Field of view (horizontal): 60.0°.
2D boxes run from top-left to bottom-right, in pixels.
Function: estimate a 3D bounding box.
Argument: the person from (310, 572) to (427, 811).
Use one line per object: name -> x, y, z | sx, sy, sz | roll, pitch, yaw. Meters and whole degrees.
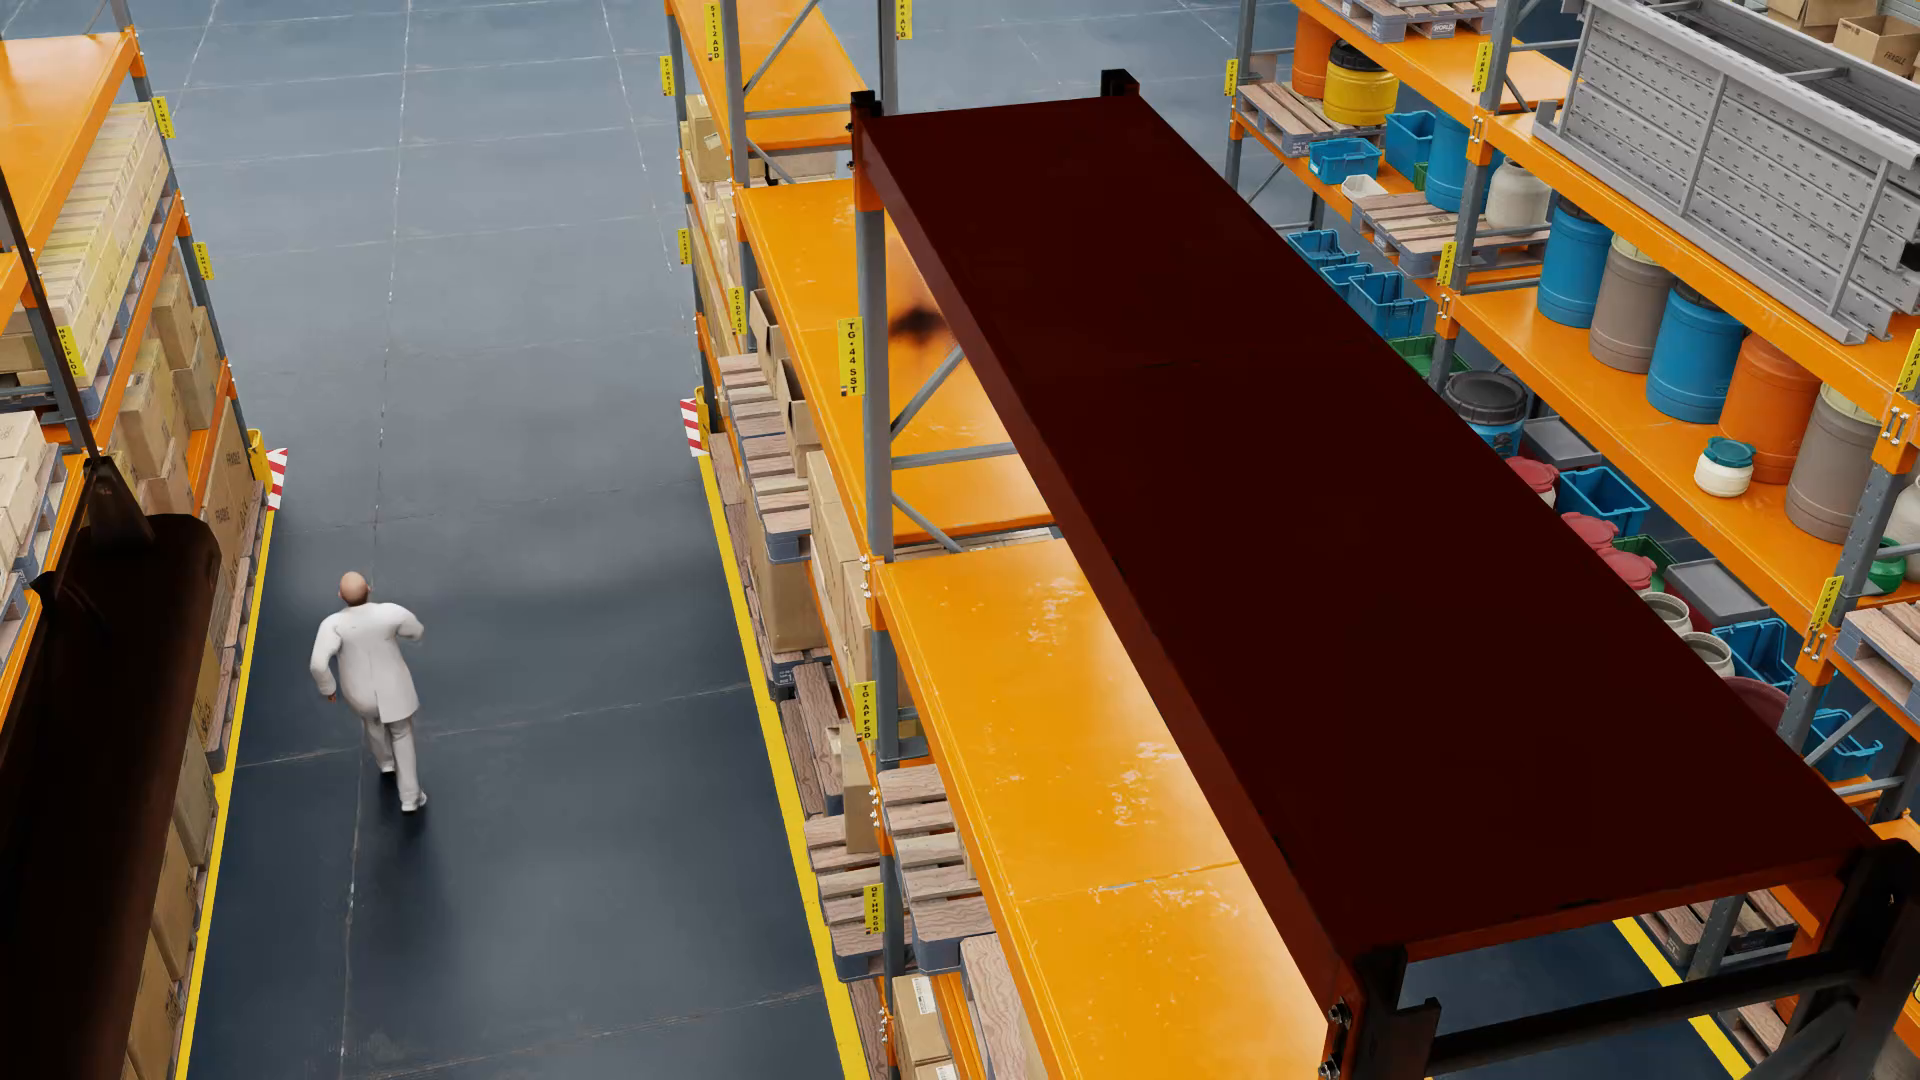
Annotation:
person -> -3.846, 1.009, 11.033 | 0.705, 1.847, 0.897 | -10, 36, -14
